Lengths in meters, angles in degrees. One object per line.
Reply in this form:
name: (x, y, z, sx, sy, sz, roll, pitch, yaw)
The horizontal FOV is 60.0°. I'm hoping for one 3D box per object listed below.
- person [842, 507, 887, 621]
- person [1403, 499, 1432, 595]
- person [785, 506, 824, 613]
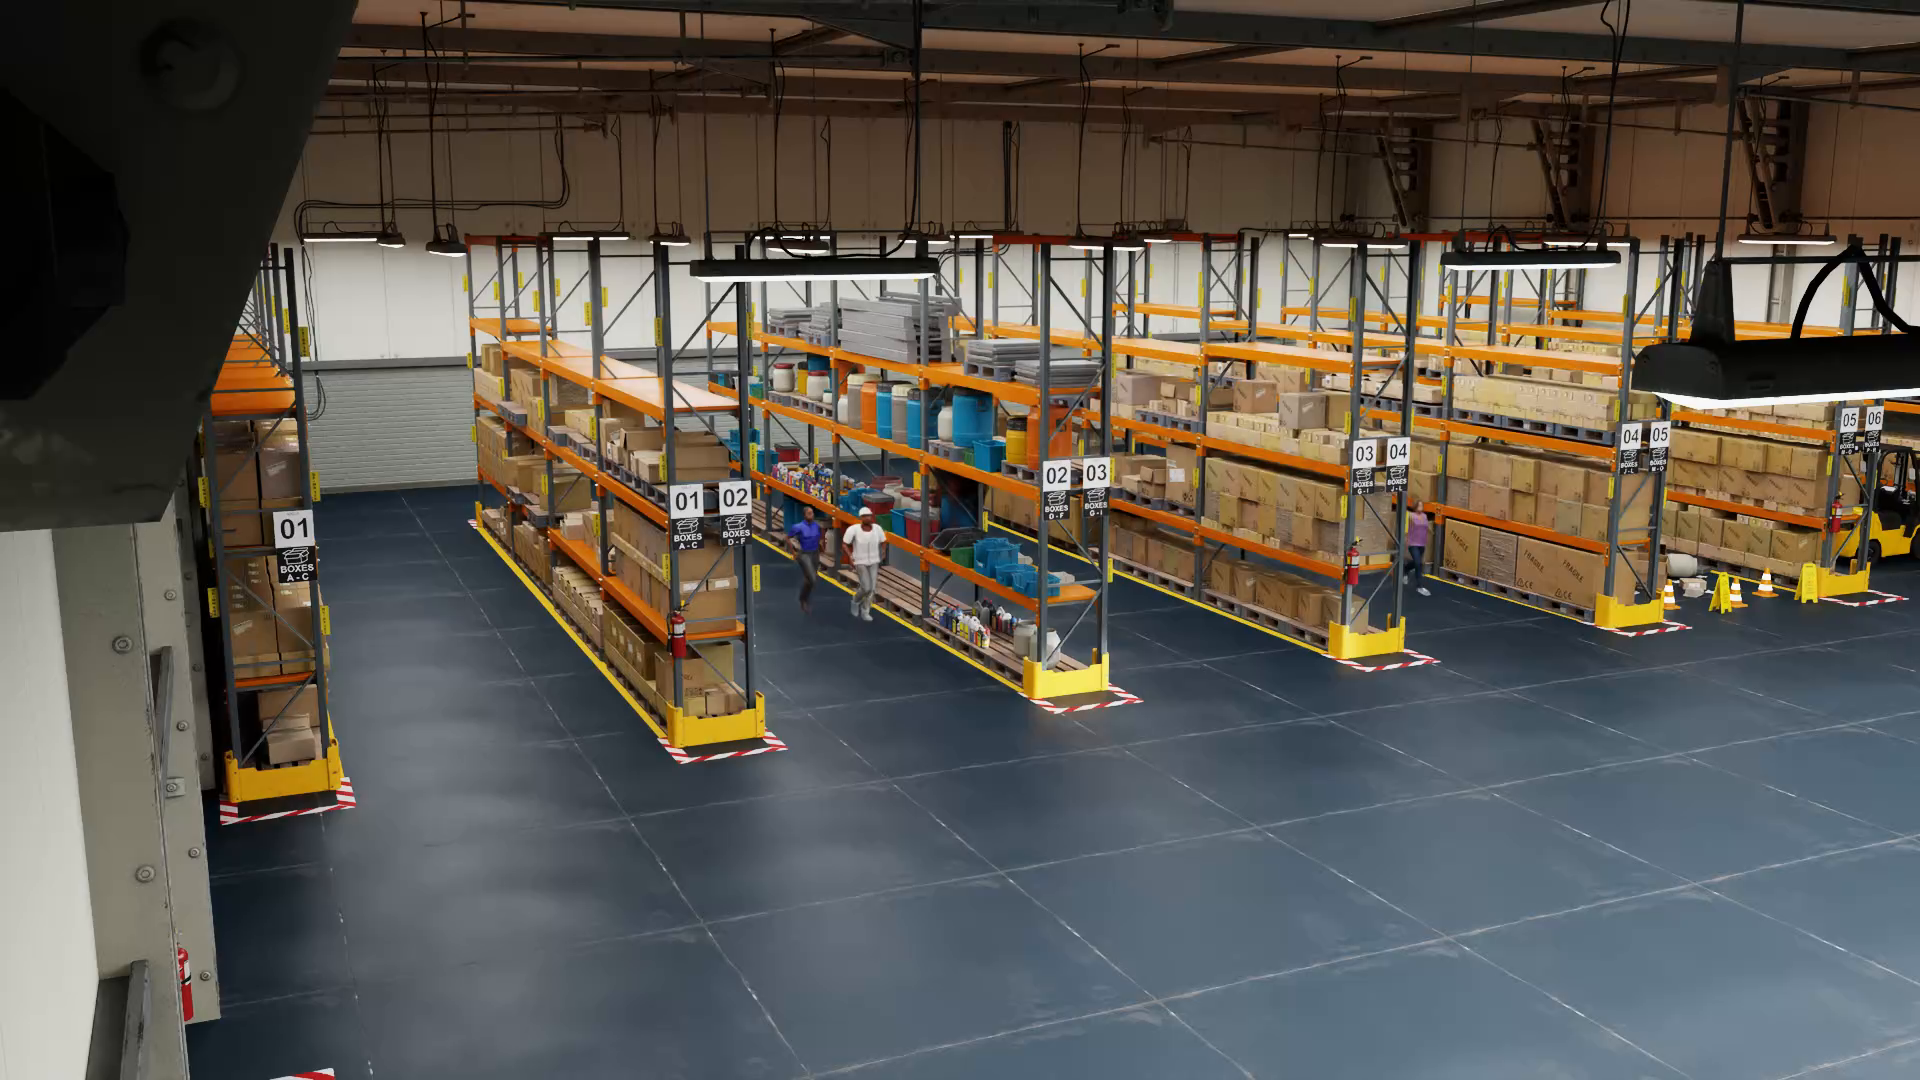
person: (-1.406, 0.357, 25.225, 0.688, 1.741, 0.572, -5, 12, -23)
person: (7.774, 0.090, 28.368, 0.537, 1.585, 0.894, -5, 12, -26)
person: (-2.325, 0.313, 25.737, 0.552, 1.670, 0.629, -10, 15, -43)
